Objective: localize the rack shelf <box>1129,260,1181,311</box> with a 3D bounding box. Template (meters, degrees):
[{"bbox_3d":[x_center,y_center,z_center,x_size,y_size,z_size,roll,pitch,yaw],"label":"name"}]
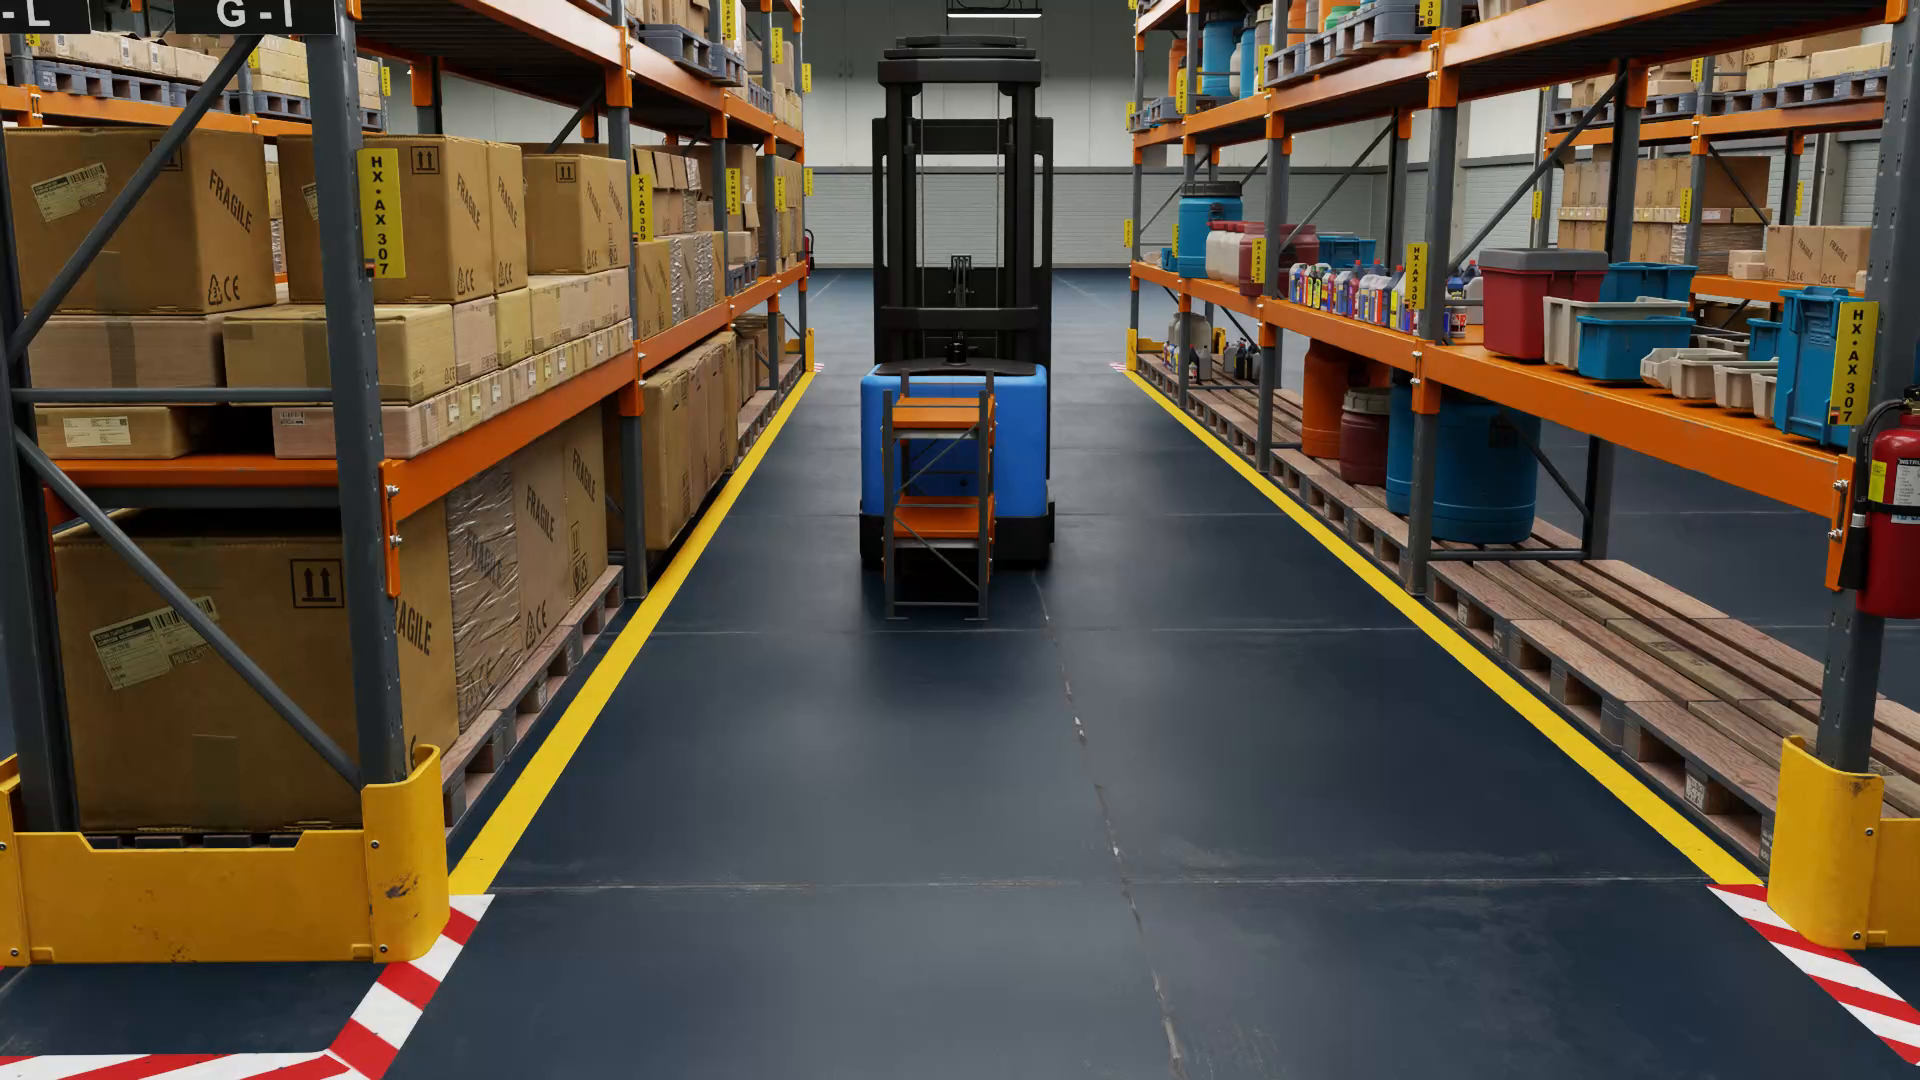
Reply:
[{"bbox_3d":[2.626,-2.822,18.235,1.077,0.370,4.000,0,11,-1],"label":"rack shelf"}]

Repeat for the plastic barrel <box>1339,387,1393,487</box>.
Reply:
[{"bbox_3d":[2.801,-0.684,10.897,0.600,0.588,0.708,0,11,-1],"label":"plastic barrel"}]

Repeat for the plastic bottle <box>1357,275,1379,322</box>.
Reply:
[{"bbox_3d":[2.476,-1.449,9.969,0.152,0.276,0.135,0,11,-1],"label":"plastic bottle"}]

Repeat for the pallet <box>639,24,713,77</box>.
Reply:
[{"bbox_3d":[-2.109,-2.989,10.180,1.003,0.211,1.213,0,11,1],"label":"pallet"}]

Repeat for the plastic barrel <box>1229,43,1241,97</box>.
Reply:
[{"bbox_3d":[2.855,-4.594,16.279,0.421,0.512,0.421,0,11,0],"label":"plastic barrel"}]

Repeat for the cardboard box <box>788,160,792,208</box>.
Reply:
[{"bbox_3d":[-2.083,-3.830,17.880,0.500,0.500,0.500,0,11,-1],"label":"cardboard box"}]

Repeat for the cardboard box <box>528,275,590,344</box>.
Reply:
[{"bbox_3d":[-1.824,-0.948,6.816,0.500,0.250,0.500,0,11,0],"label":"cardboard box"}]

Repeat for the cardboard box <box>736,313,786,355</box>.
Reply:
[{"bbox_3d":[-2.371,-2.409,19.618,0.500,0.500,0.500,2,12,9],"label":"cardboard box"}]

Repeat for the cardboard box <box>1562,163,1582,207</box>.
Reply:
[{"bbox_3d":[7.535,-4.173,19.572,0.700,0.500,0.500,0,11,-1],"label":"cardboard box"}]

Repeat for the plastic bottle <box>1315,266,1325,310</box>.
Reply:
[{"bbox_3d":[2.407,-1.673,11.054,0.061,0.283,0.133,0,11,-1],"label":"plastic bottle"}]

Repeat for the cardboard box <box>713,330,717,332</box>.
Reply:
[{"bbox_3d":[-2.267,-1.558,13.490,0.500,0.250,0.500,1,12,5],"label":"cardboard box"}]

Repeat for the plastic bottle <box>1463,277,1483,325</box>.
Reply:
[{"bbox_3d":[3.033,-1.403,9.743,0.152,0.276,0.135,0,11,-1],"label":"plastic bottle"}]

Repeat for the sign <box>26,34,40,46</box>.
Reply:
[{"bbox_3d":[-6.620,-3.687,11.842,0.100,0.325,0.005,0,11,-1],"label":"sign"}]

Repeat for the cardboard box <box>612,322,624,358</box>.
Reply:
[{"bbox_3d":[-1.780,-0.933,7.745,0.380,0.149,0.250,0,11,0],"label":"cardboard box"}]

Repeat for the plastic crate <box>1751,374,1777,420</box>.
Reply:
[{"bbox_3d":[2.718,-0.453,5.262,0.396,0.136,0.243,0,11,-1],"label":"plastic crate"}]

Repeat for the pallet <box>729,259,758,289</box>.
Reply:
[{"bbox_3d":[-2.284,-2.261,14.142,1.003,0.211,1.213,0,11,-1],"label":"pallet"}]

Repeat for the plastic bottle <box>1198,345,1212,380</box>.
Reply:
[{"bbox_3d":[2.510,-1.822,17.052,0.144,0.351,0.185,0,11,-1],"label":"plastic bottle"}]

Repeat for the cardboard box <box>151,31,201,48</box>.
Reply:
[{"bbox_3d":[-7.572,-4.821,16.050,0.380,0.149,0.250,0,11,-2],"label":"cardboard box"}]

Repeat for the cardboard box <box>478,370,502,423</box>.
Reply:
[{"bbox_3d":[-1.733,-0.474,5.483,0.380,0.149,0.250,0,11,-2],"label":"cardboard box"}]

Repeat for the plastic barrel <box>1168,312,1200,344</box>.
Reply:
[{"bbox_3d":[2.675,-2.428,19.686,0.421,0.512,0.421,0,11,0],"label":"plastic barrel"}]

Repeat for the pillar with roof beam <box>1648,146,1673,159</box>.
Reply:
[{"bbox_3d":[8.817,-8.785,30.730,9.100,9.000,0.400,0,11,-1],"label":"pillar with roof beam"}]

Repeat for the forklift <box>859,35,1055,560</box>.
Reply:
[{"bbox_3d":[0.028,-1.560,10.378,1.130,2.935,3.031,1,11,3],"label":"forklift"}]

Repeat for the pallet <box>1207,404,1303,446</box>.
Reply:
[{"bbox_3d":[2.751,-1.012,14.514,1.003,0.211,1.213,0,11,-1],"label":"pallet"}]

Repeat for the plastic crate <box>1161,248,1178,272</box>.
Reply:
[{"bbox_3d":[2.373,-2.923,17.298,0.499,0.251,0.616,0,11,-1],"label":"plastic crate"}]

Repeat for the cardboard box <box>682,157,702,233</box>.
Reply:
[{"bbox_3d":[-2.203,-2.357,11.358,0.797,0.503,0.637,0,11,1],"label":"cardboard box"}]

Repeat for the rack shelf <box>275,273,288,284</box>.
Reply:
[{"bbox_3d":[-7.287,-2.802,18.134,1.077,0.370,4.000,0,11,-1],"label":"rack shelf"}]

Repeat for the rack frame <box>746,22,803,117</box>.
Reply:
[{"bbox_3d":[-2.367,-6.492,19.427,1.000,3.000,0.127,0,11,-1],"label":"rack frame"}]

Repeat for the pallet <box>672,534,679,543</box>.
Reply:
[{"bbox_3d":[-2.239,-0.196,10.495,1.003,0.211,1.213,0,11,-1],"label":"pallet"}]

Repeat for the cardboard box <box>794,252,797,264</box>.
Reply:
[{"bbox_3d":[-2.094,-3.274,19.284,0.380,0.149,0.250,0,11,-1],"label":"cardboard box"}]

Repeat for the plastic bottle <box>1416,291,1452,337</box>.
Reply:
[{"bbox_3d":[2.501,-1.203,8.757,0.152,0.276,0.135,0,11,-1],"label":"plastic bottle"}]

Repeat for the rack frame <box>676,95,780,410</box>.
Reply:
[{"bbox_3d":[-2.285,-2.757,16.104,1.000,3.000,0.127,0,11,-1],"label":"rack frame"}]

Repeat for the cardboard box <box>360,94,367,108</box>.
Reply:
[{"bbox_3d":[-6.972,-4.988,18.879,0.380,0.149,0.250,0,11,0],"label":"cardboard box"}]

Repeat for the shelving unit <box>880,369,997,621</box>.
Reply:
[{"bbox_3d":[-0.092,-0.263,8.527,0.538,1.125,1.048,1,11,3],"label":"shelving unit"}]

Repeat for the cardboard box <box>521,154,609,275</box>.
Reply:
[{"bbox_3d":[-1.836,-1.417,7.240,0.500,0.500,0.500,0,11,-1],"label":"cardboard box"}]

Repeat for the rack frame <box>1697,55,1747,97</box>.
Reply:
[{"bbox_3d":[7.620,-5.737,15.704,1.000,3.000,0.127,0,11,-1],"label":"rack frame"}]

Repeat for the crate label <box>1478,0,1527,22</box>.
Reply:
[{"bbox_3d":[2.554,-2.429,7.608,0.293,0.136,0.466,0,11,-1],"label":"crate label"}]

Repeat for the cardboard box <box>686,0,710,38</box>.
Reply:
[{"bbox_3d":[-2.117,-3.567,11.238,0.797,0.503,0.637,0,11,2],"label":"cardboard box"}]

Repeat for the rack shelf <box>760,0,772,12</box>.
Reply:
[{"bbox_3d":[-2.243,-4.751,13.659,1.077,0.370,4.000,0,11,-1],"label":"rack shelf"}]

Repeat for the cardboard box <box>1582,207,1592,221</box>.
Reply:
[{"bbox_3d":[7.345,-3.728,19.006,0.380,0.149,0.250,0,11,-2],"label":"cardboard box"}]

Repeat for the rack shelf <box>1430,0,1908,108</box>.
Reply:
[{"bbox_3d":[2.874,-1.907,6.179,1.077,0.370,4.000,0,11,-1],"label":"rack shelf"}]

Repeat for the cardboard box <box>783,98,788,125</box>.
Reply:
[{"bbox_3d":[-2.053,-4.448,17.272,0.500,0.250,0.500,-1,11,-3],"label":"cardboard box"}]

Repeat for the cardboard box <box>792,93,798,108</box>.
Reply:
[{"bbox_3d":[-2.017,-4.934,18.666,0.380,0.149,0.250,0,11,-1],"label":"cardboard box"}]

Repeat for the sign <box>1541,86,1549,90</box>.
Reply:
[{"bbox_3d":[6.982,-5.528,19.822,0.100,0.325,0.005,0,11,-1],"label":"sign"}]

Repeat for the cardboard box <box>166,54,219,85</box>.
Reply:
[{"bbox_3d":[-7.071,-4.268,15.078,0.500,0.250,0.500,0,11,-1],"label":"cardboard box"}]

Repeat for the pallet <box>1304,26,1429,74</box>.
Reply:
[{"bbox_3d":[2.692,-2.945,9.963,1.003,0.211,1.213,0,11,-1],"label":"pallet"}]

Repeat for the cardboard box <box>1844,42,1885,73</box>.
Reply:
[{"bbox_3d":[7.607,-3.912,13.574,0.500,0.250,0.500,0,11,-2],"label":"cardboard box"}]

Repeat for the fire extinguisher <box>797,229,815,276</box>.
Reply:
[{"bbox_3d":[-1.909,-3.539,20.152,0.296,0.674,0.183,0,11,-1],"label":"fire extinguisher"}]

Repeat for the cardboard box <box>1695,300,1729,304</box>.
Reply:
[{"bbox_3d":[7.902,-2.315,17.898,0.500,0.500,0.500,0,11,-1],"label":"cardboard box"}]

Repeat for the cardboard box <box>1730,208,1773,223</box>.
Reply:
[{"bbox_3d":[7.808,-3.218,16.494,0.380,0.149,0.250,0,11,-1],"label":"cardboard box"}]

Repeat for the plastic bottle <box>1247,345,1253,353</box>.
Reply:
[{"bbox_3d":[3.062,-1.894,17.408,0.144,0.351,0.185,-1,11,-4],"label":"plastic bottle"}]

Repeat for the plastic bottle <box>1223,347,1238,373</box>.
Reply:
[{"bbox_3d":[2.905,-1.937,17.804,0.152,0.276,0.135,0,11,-1],"label":"plastic bottle"}]

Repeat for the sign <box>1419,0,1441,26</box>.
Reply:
[{"bbox_3d":[2.283,-2.659,8.057,0.100,0.325,0.005,0,11,-1],"label":"sign"}]

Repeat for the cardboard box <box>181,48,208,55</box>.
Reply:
[{"bbox_3d":[-7.512,-4.651,16.215,0.500,0.250,0.500,0,11,-2],"label":"cardboard box"}]

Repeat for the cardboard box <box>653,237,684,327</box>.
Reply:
[{"bbox_3d":[-1.900,-1.507,9.694,0.500,0.500,0.500,0,11,-2],"label":"cardboard box"}]

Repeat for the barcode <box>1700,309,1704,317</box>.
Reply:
[{"bbox_3d":[7.209,-2.205,16.152,0.001,0.075,0.075,0,11,-1],"label":"barcode"}]

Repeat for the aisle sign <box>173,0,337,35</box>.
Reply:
[{"bbox_3d":[-1.735,-1.632,4.023,0.394,0.787,0.004,0,11,-1],"label":"aisle sign"}]
